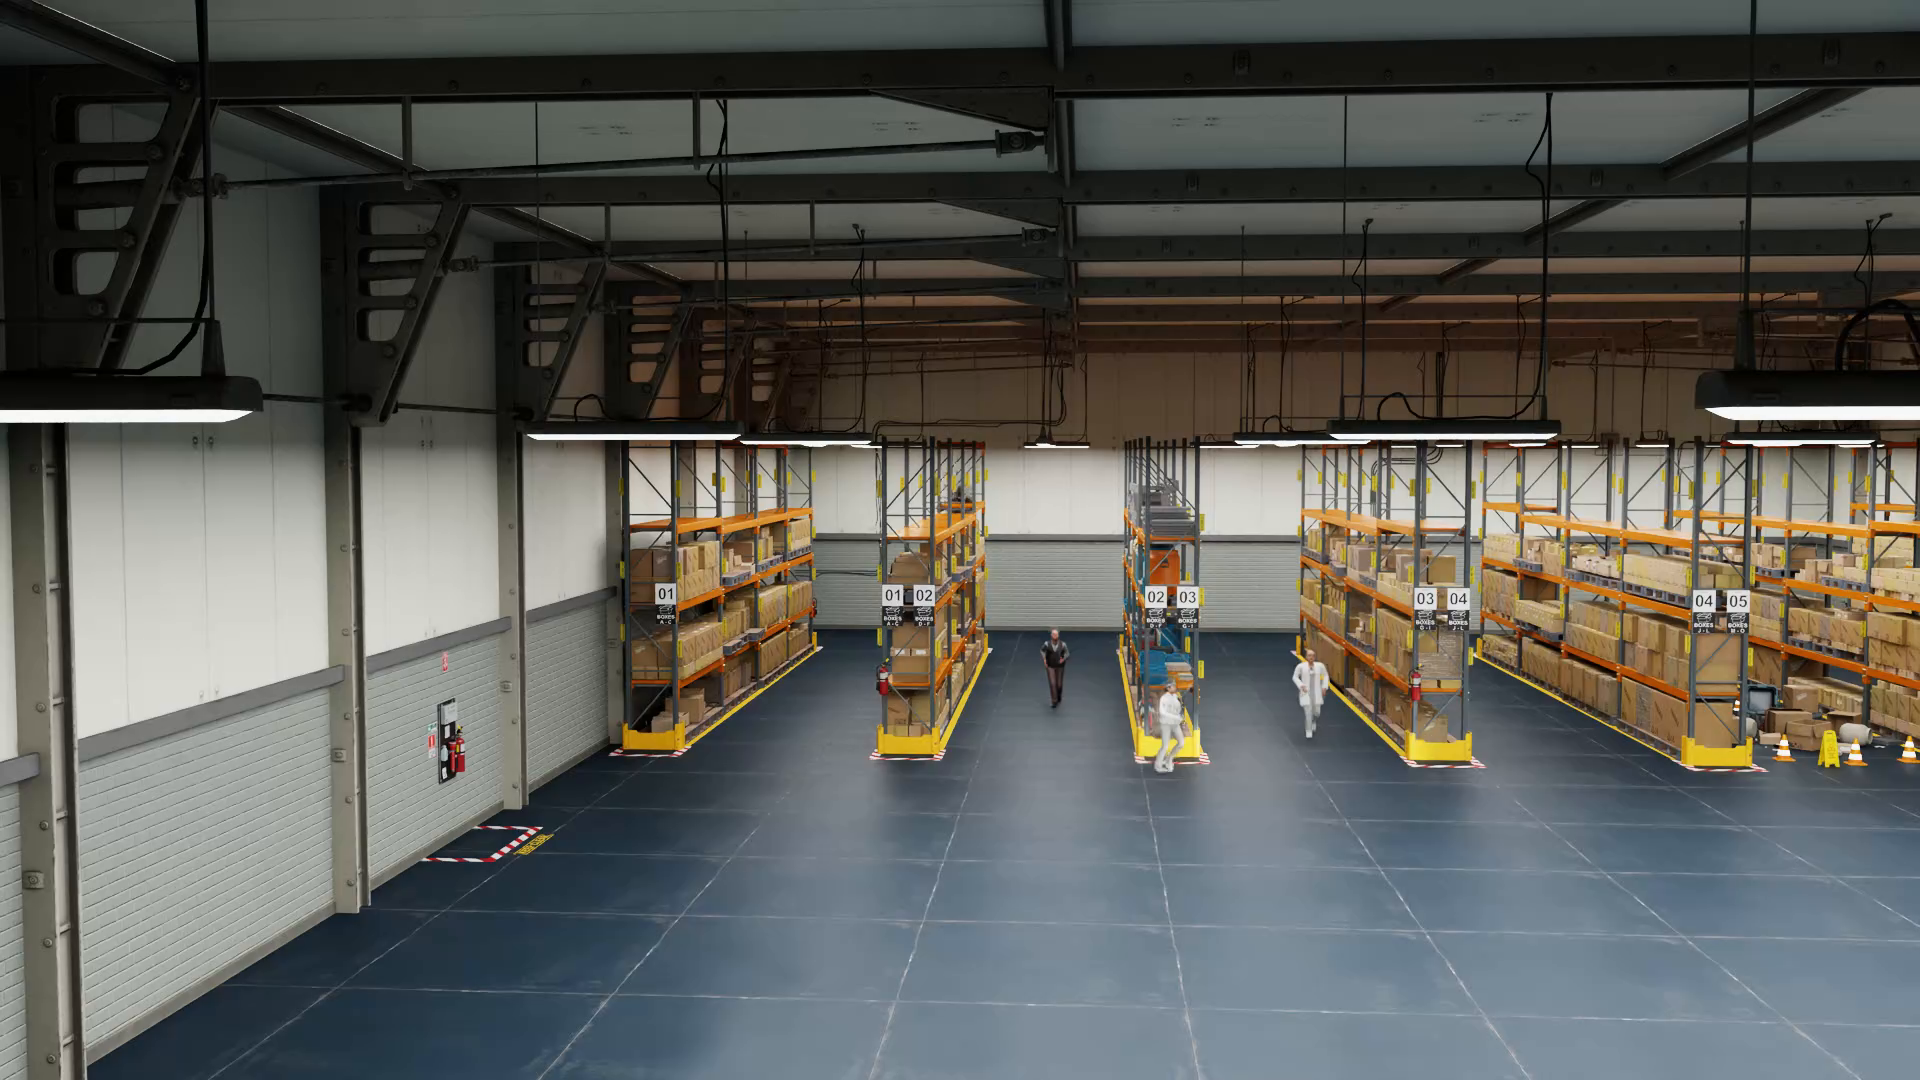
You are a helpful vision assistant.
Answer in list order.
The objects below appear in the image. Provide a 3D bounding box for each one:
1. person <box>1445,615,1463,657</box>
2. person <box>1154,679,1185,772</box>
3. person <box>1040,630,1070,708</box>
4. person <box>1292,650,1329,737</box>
[{"bbox_3d":[12.943,2.528,43.425,0.707,1.743,0.628,0,3,9],"label":"person"},{"bbox_3d":[3.783,3.300,29.608,0.629,1.670,0.618,-3,4,-42],"label":"person"},{"bbox_3d":[2.126,2.873,37.311,0.669,1.716,0.767,0,3,0],"label":"person"},{"bbox_3d":[7.037,3.183,33.353,0.738,1.523,0.667,0,3,2],"label":"person"}]
